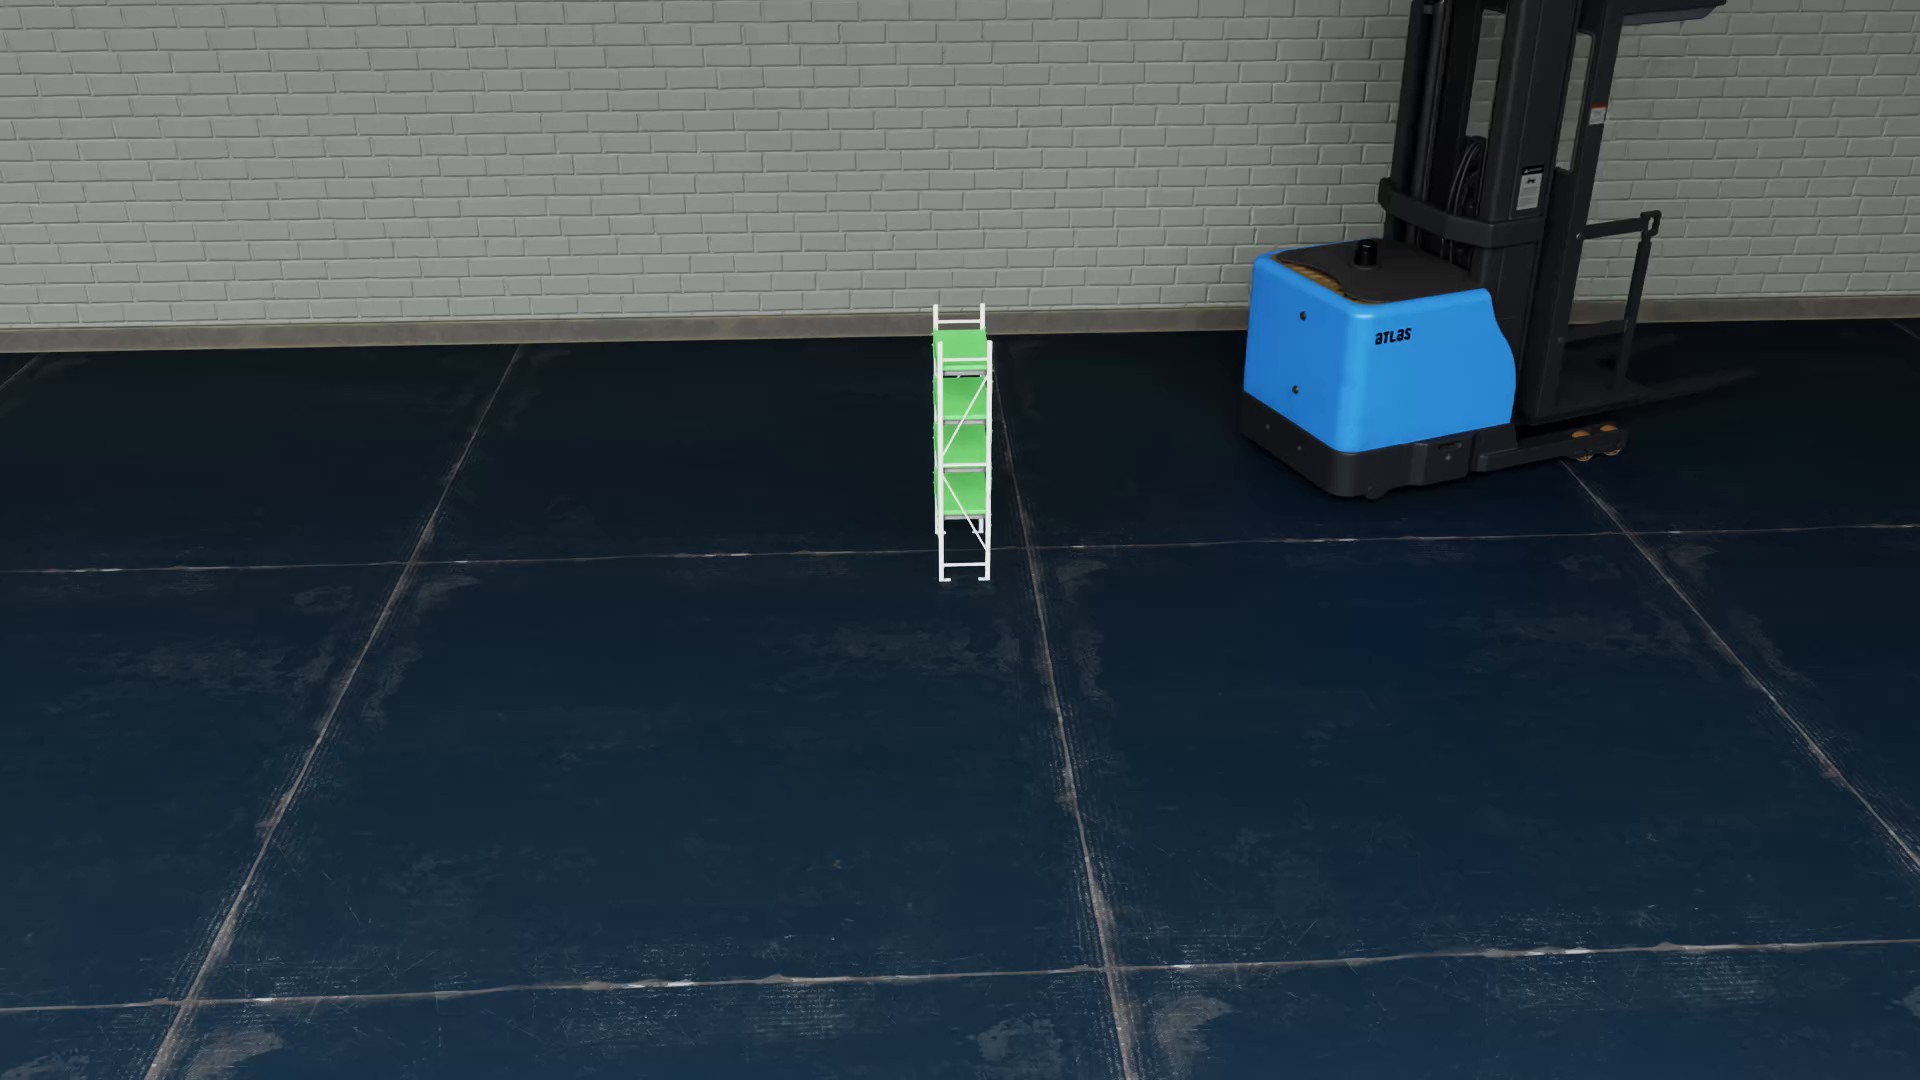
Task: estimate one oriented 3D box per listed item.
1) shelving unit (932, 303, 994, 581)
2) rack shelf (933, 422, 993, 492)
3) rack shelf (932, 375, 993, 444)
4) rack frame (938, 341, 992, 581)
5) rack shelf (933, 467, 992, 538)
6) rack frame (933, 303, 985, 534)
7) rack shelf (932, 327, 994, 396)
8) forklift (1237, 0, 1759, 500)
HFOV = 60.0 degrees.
[{"bbox_3d":[0.009,-0.456,7.826,0.258,1.200,0.503,-1,28,-3],"label":"shelving unit"},{"bbox_3d":[0.009,-0.399,7.856,0.258,0.148,0.480,-1,28,-3],"label":"rack shelf"},{"bbox_3d":[0.009,-0.612,7.745,0.258,0.148,0.480,-1,28,-3],"label":"rack shelf"},{"bbox_3d":[0.021,-0.343,7.610,0.240,1.200,0.015,-1,28,-3],"label":"rack frame"},{"bbox_3d":[0.009,-0.186,7.966,0.258,0.148,0.480,-1,28,-3],"label":"rack shelf"},{"bbox_3d":[-0.004,-0.568,8.042,0.240,1.200,0.015,-1,28,-3],"label":"rack frame"},{"bbox_3d":[0.009,-0.824,7.634,0.258,0.148,0.480,-1,28,-3],"label":"rack shelf"},{"bbox_3d":[3.112,-1.939,8.799,3.031,2.935,1.130,-11,30,-21],"label":"forklift"}]
